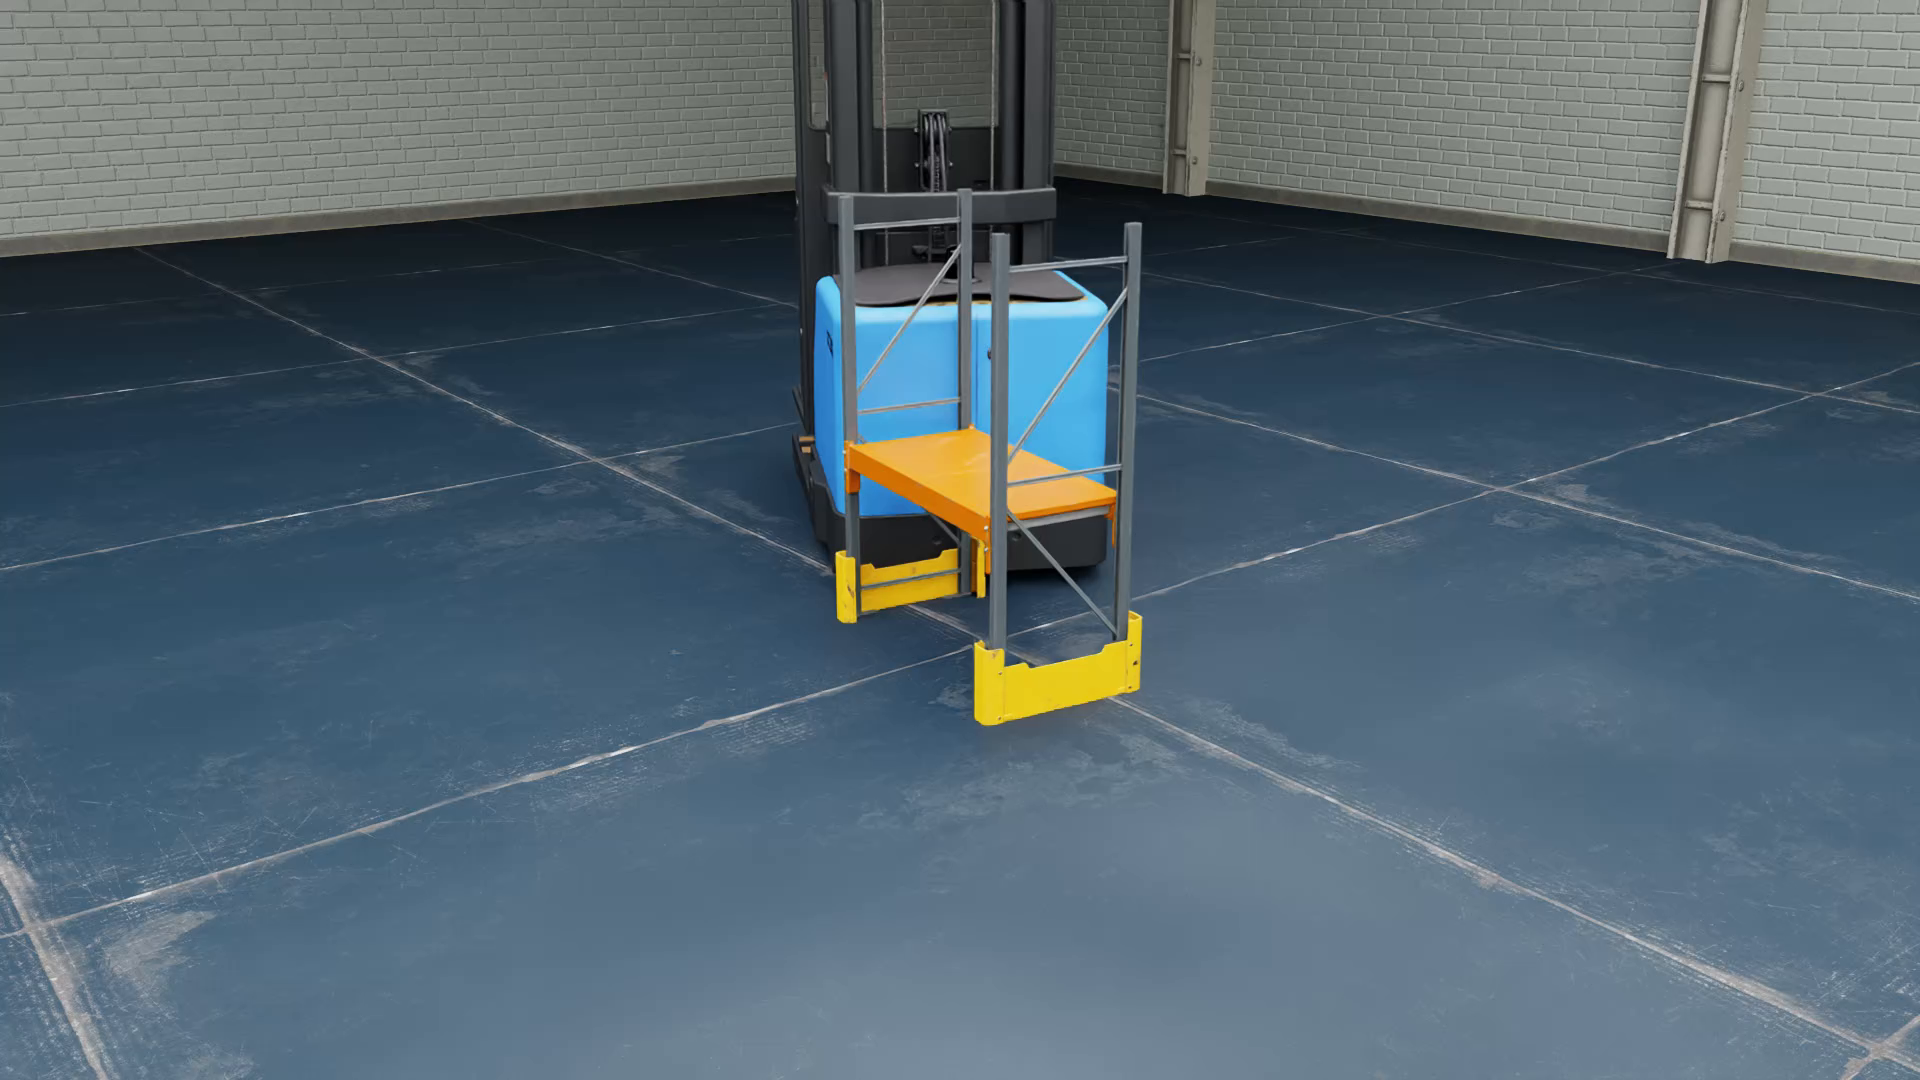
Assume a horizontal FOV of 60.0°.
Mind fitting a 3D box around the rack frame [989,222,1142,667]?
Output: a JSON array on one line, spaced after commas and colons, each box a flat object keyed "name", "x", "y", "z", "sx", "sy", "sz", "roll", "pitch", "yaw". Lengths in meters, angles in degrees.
[{"name": "rack frame", "x": 0.314, "y": -0.191, "z": 5.054, "sx": 0.500, "sy": 1.500, "sz": 0.032, "roll": -10, "pitch": 21, "yaw": -28}]

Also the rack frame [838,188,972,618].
[{"name": "rack frame", "x": -0.183, "y": -0.470, "z": 5.895, "sx": 0.500, "sy": 1.500, "sz": 0.032, "roll": -10, "pitch": 21, "yaw": -28}]

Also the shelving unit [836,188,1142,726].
[{"name": "shelving unit", "x": 0.070, "y": -0.328, "z": 5.467, "sx": 0.587, "sy": 1.500, "sz": 1.083, "roll": -10, "pitch": 21, "yaw": -28}]

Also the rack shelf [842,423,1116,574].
[{"name": "rack shelf", "x": 0.066, "y": -0.160, "z": 5.531, "sx": 0.538, "sy": 0.185, "sz": 1.000, "roll": -10, "pitch": 21, "yaw": -28}]

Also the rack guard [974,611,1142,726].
[{"name": "rack guard", "x": 0.314, "y": 0.402, "z": 5.251, "sx": 0.587, "sy": 0.250, "sz": 0.087, "roll": -10, "pitch": 21, "yaw": -28}]

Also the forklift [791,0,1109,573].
[{"name": "forklift", "x": -0.188, "y": -1.670, "z": 7.243, "sx": 1.130, "sy": 2.935, "sz": 3.031, "roll": -3, "pitch": 19, "yaw": -9}]

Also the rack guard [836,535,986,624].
[{"name": "rack guard", "x": -0.173, "y": 0.129, "z": 6.076, "sx": 0.587, "sy": 0.250, "sz": 0.087, "roll": -10, "pitch": 21, "yaw": -28}]

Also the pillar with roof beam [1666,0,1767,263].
[{"name": "pillar with roof beam", "x": 2.848, "y": -5.803, "z": 10.072, "sx": 9.100, "sy": 9.000, "sz": 0.400, "roll": -14, "pitch": 23, "yaw": -36}]

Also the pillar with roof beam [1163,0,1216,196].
[{"name": "pillar with roof beam", "x": -0.877, "y": -7.282, "z": 14.537, "sx": 9.100, "sy": 9.000, "sz": 0.400, "roll": -14, "pitch": 23, "yaw": -36}]
